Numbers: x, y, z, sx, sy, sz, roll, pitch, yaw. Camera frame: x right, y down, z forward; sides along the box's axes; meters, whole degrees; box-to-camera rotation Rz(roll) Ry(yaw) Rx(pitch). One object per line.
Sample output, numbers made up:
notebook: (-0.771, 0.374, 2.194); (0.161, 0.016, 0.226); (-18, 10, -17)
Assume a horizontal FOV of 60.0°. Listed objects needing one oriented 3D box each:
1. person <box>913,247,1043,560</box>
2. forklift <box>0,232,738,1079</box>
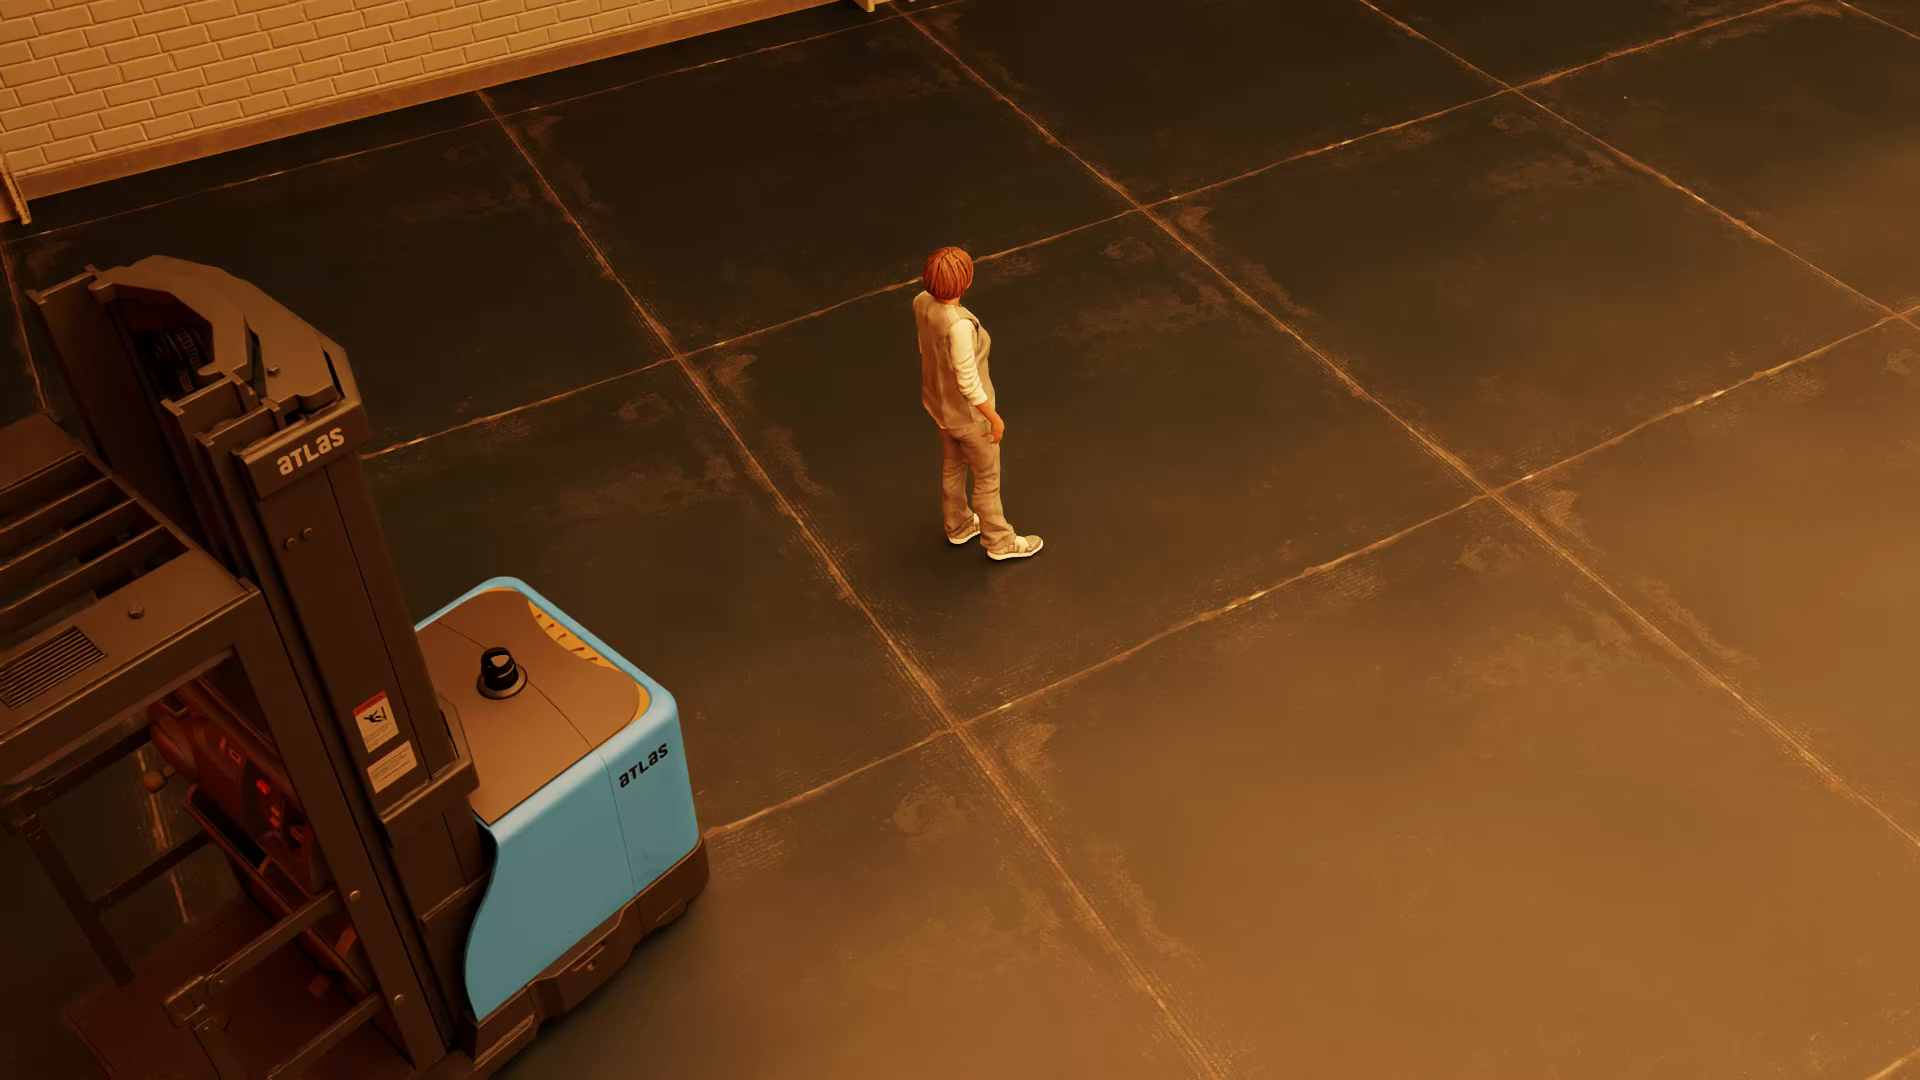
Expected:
person: (0.072, -0.608, 7.323); (0.472, 1.600, 0.520); (-21, 47, -21)
forklift: (-2.216, 0.710, 4.932); (1.130, 2.935, 3.031); (31, 51, 29)
